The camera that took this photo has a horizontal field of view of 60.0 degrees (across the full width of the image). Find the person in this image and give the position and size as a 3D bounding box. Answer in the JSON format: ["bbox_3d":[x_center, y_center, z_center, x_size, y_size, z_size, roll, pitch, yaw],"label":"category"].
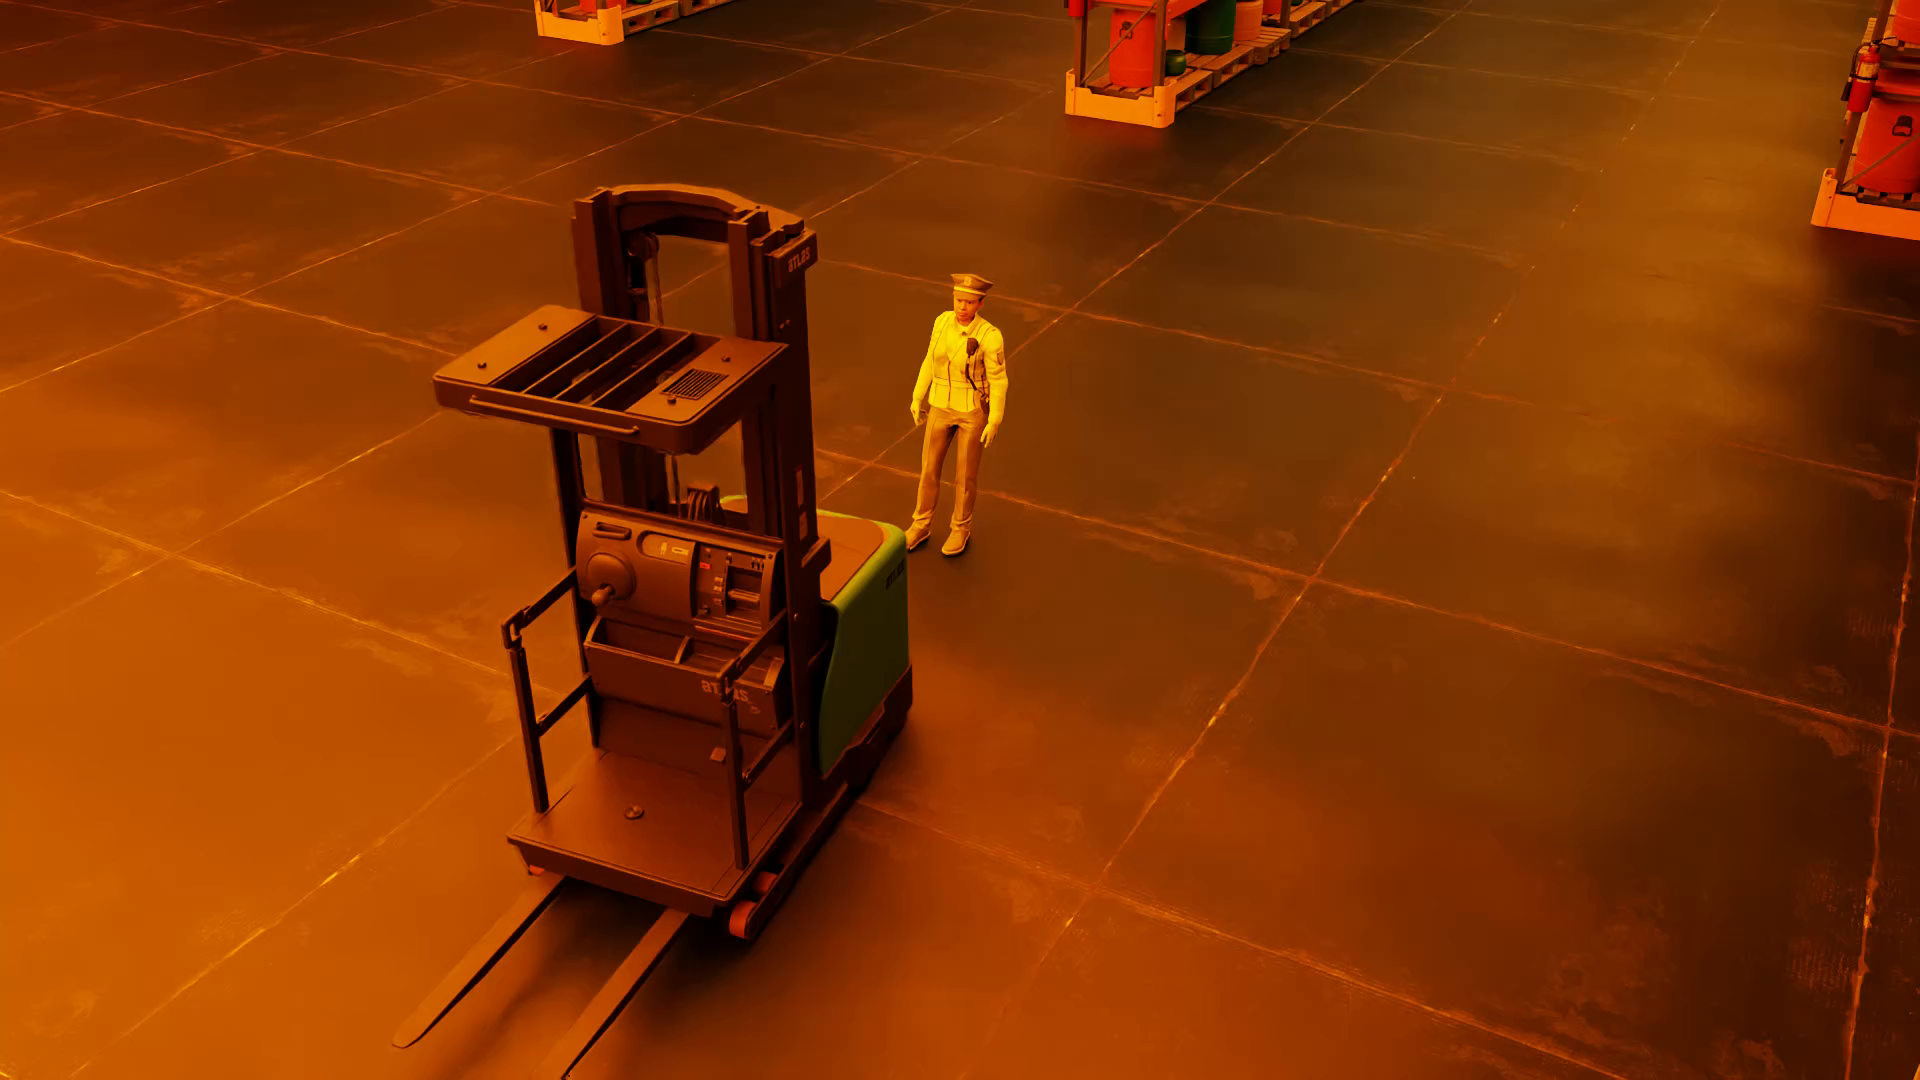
[{"bbox_3d":[-0.039,-0.712,9.527,0.588,1.695,0.531,15,33,25],"label":"person"}]

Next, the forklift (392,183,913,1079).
[{"bbox_3d":[-1.264,0.185,6.750,1.130,2.935,3.031,11,32,19],"label":"forklift"}]
